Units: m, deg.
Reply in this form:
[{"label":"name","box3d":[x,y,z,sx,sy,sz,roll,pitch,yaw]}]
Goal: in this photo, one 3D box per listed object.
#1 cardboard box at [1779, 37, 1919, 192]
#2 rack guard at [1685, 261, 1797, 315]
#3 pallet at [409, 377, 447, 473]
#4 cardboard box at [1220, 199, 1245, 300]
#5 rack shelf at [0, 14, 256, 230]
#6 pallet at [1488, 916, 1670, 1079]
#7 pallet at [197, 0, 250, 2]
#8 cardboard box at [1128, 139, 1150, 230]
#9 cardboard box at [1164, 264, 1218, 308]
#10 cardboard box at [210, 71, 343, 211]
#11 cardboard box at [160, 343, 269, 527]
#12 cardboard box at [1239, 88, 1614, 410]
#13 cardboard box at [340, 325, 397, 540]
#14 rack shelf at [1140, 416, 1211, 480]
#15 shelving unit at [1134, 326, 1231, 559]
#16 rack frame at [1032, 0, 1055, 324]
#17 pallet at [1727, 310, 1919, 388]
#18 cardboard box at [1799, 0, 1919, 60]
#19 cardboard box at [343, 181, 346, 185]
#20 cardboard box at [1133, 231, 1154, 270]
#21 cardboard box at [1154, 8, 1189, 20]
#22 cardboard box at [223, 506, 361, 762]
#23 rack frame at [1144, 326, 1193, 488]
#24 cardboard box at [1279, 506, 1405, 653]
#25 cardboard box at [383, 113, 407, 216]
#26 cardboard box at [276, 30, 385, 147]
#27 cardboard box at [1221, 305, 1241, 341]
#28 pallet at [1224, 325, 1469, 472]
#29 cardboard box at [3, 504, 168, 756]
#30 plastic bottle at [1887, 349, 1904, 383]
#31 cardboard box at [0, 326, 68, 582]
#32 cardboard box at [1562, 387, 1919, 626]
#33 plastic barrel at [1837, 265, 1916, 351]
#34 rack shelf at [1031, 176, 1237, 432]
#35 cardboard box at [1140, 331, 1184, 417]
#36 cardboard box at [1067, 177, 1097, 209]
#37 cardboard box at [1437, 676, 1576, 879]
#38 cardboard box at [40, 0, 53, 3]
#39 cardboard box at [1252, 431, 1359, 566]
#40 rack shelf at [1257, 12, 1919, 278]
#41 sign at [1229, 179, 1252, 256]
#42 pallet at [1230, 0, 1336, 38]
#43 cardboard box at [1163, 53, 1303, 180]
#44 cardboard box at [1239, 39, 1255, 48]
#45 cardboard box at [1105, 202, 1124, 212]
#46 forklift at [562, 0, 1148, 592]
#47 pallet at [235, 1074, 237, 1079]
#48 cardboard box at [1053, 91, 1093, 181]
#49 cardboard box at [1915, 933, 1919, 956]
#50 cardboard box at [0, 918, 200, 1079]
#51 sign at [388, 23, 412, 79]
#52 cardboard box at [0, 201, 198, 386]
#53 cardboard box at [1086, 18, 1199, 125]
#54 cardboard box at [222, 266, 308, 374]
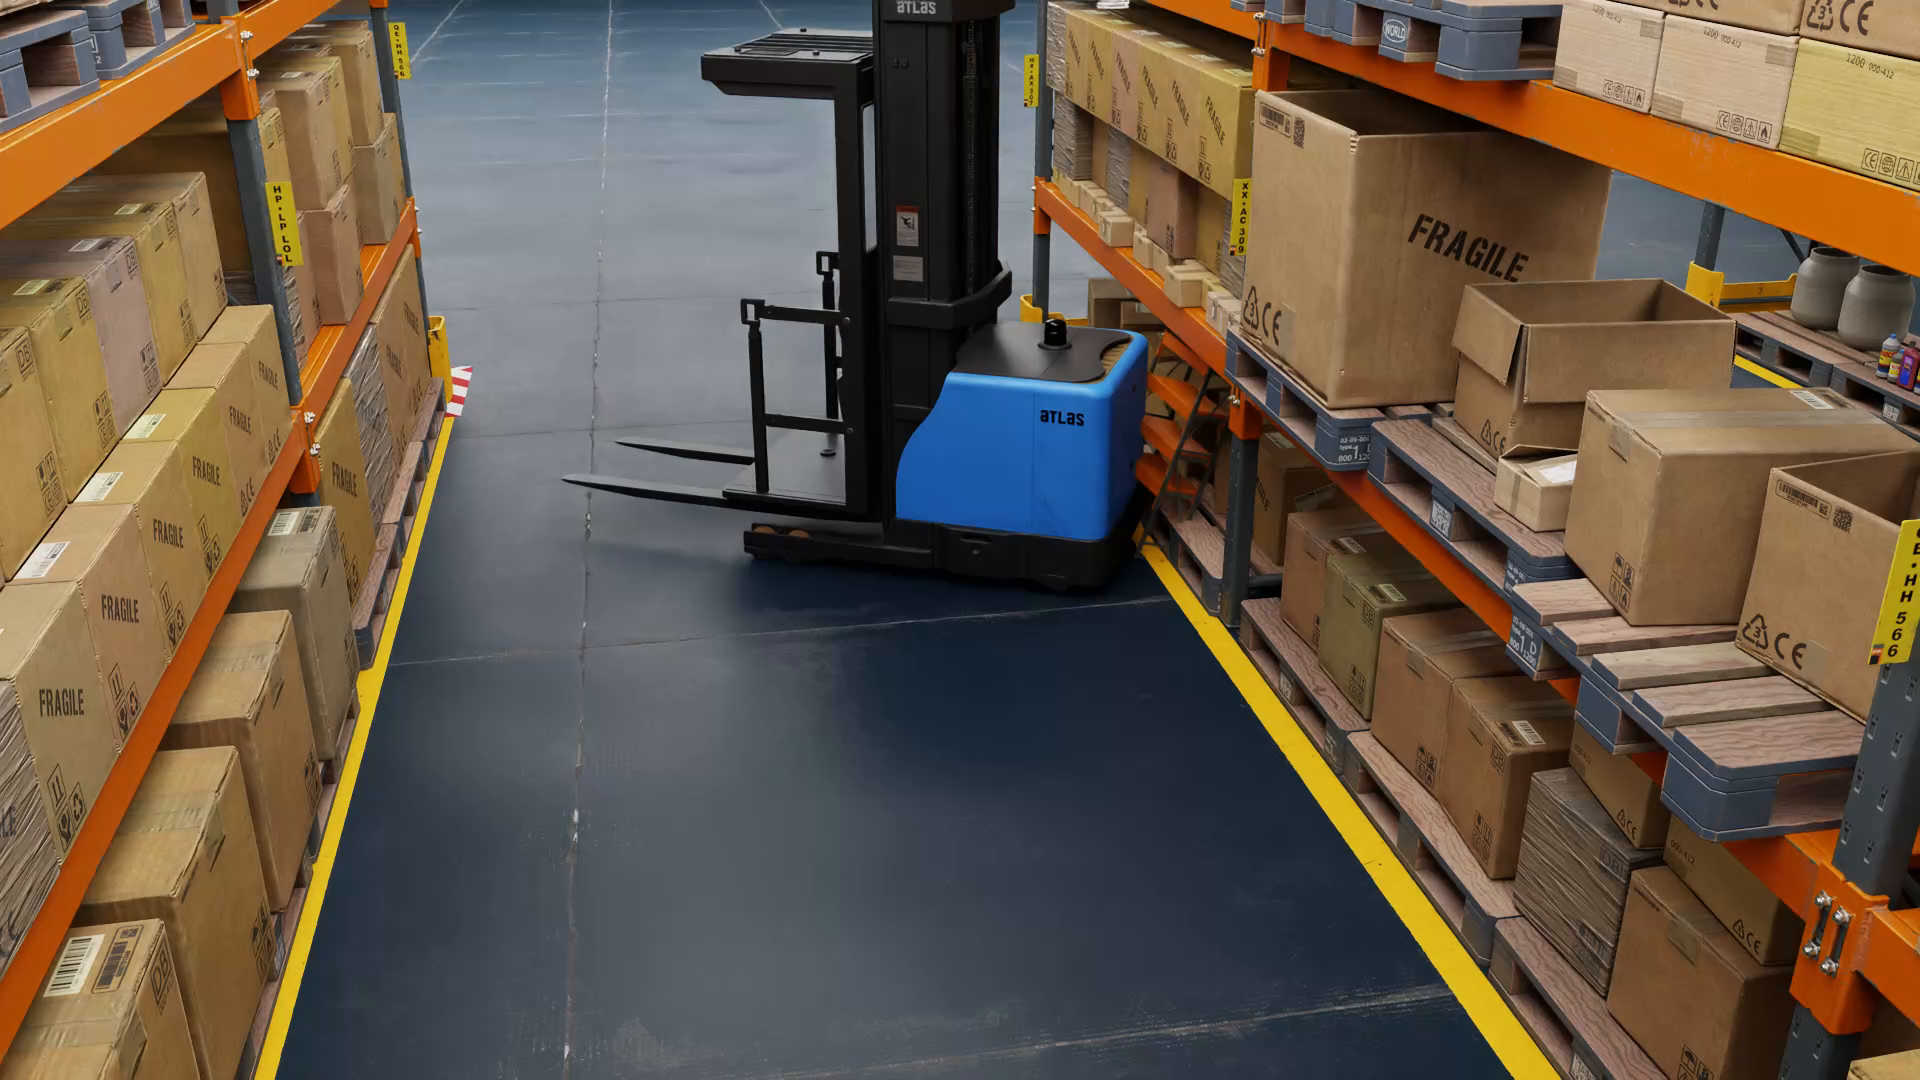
[{"label":"cardboard box","box3d":[2.143,-0.917,3.541,0.500,0.250,0.500,-4,24,-10]},{"label":"rack guard","box3d":[5.921,-1.783,12.208,1.175,0.500,0.348,-4,24,-10]},{"label":"pallet","box3d":[-3.675,-0.675,10.031,1.003,0.211,1.213,-4,24,-10]},{"label":"cardboard box","box3d":[1.710,-1.379,7.663,0.875,0.500,0.500,-4,24,-10]},{"label":"rack shelf","box3d":[-2.791,-0.946,4.320,1.077,0.370,4.000,-4,24,-10]},{"label":"pallet","box3d":[2.329,1.529,4.987,1.003,0.211,1.213,-4,24,-10]},{"label":"pallet","box3d":[-3.301,-2.344,6.733,1.003,0.211,1.213,-4,24,-10]},{"label":"cardboard box","box3d":[1.409,-1.967,9.010,0.875,0.500,0.500,-4,24,-10]},{"label":"cardboard box","box3d":[1.224,-1.255,8.189,0.380,0.149,0.250,-4,24,-10]},{"label":"cardboard box","box3d":[-3.376,-1.829,7.655,0.875,0.550,0.550,-4,24,-10]},{"label":"cardboard box","box3d":[-2.708,-0.350,5.678,0.500,0.500,0.500,-5,24,-10]},{"label":"cardboard box","box3d":[1.742,-1.160,6.383,1.000,1.000,1.000,-4,24,-9]},{"label":"cardboard box","box3d":[-3.378,-0.514,8.308,0.875,0.875,0.875,-4,24,-9]},{"label":"rack shelf","box3d":[1.072,-0.479,8.504,0.258,0.148,0.480,9,23,-27]},{"label":"shelving unit","box3d":[1.093,-0.539,8.480,0.258,1.200,0.503,9,23,-27]},{"label":"rack frame","box3d":[0.993,-2.589,10.929,1.000,3.000,0.127,-4,24,-10]},{"label":"pallet","box3d":[6.066,-1.331,11.534,1.003,0.211,1.213,-4,24,-10]},{"label":"cardboard box","box3d":[2.138,-1.261,3.391,0.500,0.500,0.500,-4,24,-8]},{"label":"cardboard box","box3d":[-3.545,-1.538,8.336,0.875,0.550,0.500,-4,24,-10]},{"label":"cardboard box","box3d":[1.141,-1.554,8.874,0.380,0.149,0.250,-4,24,-10]},{"label":"cardboard box","box3d":[1.436,-2.835,9.747,0.500,0.500,0.500,-4,24,-10]},{"label":"cardboard box","box3d":[-2.957,0.388,6.400,1.050,0.750,0.750,-4,24,-10]},{"label":"rack frame","box3d":[1.007,-0.650,8.680,0.240,1.200,0.015,9,23,-27]},{"label":"cardboard box","box3d":[1.825,0.172,7.182,0.700,0.500,0.500,-6,24,-14]},{"label":"cardboard box","box3d":[-3.787,-2.187,9.823,0.875,0.550,0.550,-4,24,-10]},{"label":"cardboard box","box3d":[-3.677,-2.467,9.113,0.875,0.550,0.550,-4,24,-10]},{"label":"cardboard box","box3d":[1.404,-0.963,7.521,0.380,0.149,0.250,-4,24,-10]},{"label":"pallet","box3d":[1.731,-0.616,6.652,1.003,0.211,1.213,-4,24,-10]},{"label":"cardboard box","box3d":[-2.428,0.245,4.317,0.500,0.500,0.500,-4,24,-10]},{"label":"plastic bottle","box3d":[5.909,-1.097,10.462,0.097,0.201,0.097,0,24,0]},{"label":"cardboard box","box3d":[-2.686,-0.196,4.078,0.700,0.500,0.500,-5,24,-11]},{"label":"cardboard box","box3d":[2.132,-0.102,4.586,0.700,0.500,0.500,-1,24,-2]},{"label":"plastic barrel","box3d":[6.150,-1.557,11.151,0.421,0.512,0.421,0,24,0]},{"label":"rack shelf","box3d":[1.363,-1.472,9.272,1.077,0.370,4.000,-4,24,-10]},{"label":"cardboard box","box3d":[1.333,-0.908,9.681,0.500,0.500,0.500,-2,24,-5]},{"label":"cardboard box","box3d":[0.870,-2.145,10.226,0.380,0.149,0.250,-4,24,-10]},{"label":"cardboard box","box3d":[2.102,0.800,5.743,0.700,0.500,0.500,-2,24,-5]},{"label":"cardboard box","box3d":[-2.620,-1.587,4.349,0.500,0.311,0.500,-5,24,-12]},{"label":"cardboard box","box3d":[1.698,-0.222,8.110,0.500,0.500,0.500,-5,24,-11]},{"label":"rack shelf","box3d":[2.103,-1.274,5.069,1.077,0.370,4.000,-4,24,-10]},{"label":"sign","box3d":[1.201,-1.369,7.055,0.100,0.325,0.005,-4,24,-10]},{"label":"pallet","box3d":[1.742,-2.053,6.190,1.213,0.211,1.003,-4,24,-10]},{"label":"cardboard box","box3d":[1.285,-2.009,7.856,0.500,0.500,0.500,-4,24,-10]},{"label":"cardboard box","box3d":[1.713,-2.245,8.396,0.500,0.500,0.500,-4,24,-10]},{"label":"cardboard box","box3d":[1.049,-1.853,9.558,0.380,0.149,0.250,-4,24,-10]},{"label":"forklift","box3d":[-0.600,-1.417,8.332,3.031,2.935,1.130,7,25,16]},{"label":"pallet","box3d":[-2.492,1.848,4.256,1.003,0.211,1.213,-4,24,-10]},{"label":"cardboard box","box3d":[1.068,-2.552,10.350,0.875,0.500,0.500,-4,24,-10]},{"label":"cardboard box","box3d":[2.295,0.724,3.221,0.500,0.500,0.500,-4,24,-8]},{"label":"cardboard box","box3d":[-2.445,1.478,3.905,1.050,0.750,0.750,-5,24,-10]},{"label":"sign","box3d":[-3.364,-2.935,9.980,0.100,0.325,0.005,-4,24,-10]},{"label":"cardboard box","box3d":[-2.966,-0.795,5.448,0.700,0.500,0.500,-5,24,-11]},{"label":"cardboard box","box3d":[1.006,-2.599,9.206,0.500,0.500,0.500,-4,24,-10]},{"label":"cardboard box","box3d":[-3.240,-0.901,6.878,0.875,0.550,0.550,-4,24,-10]}]
